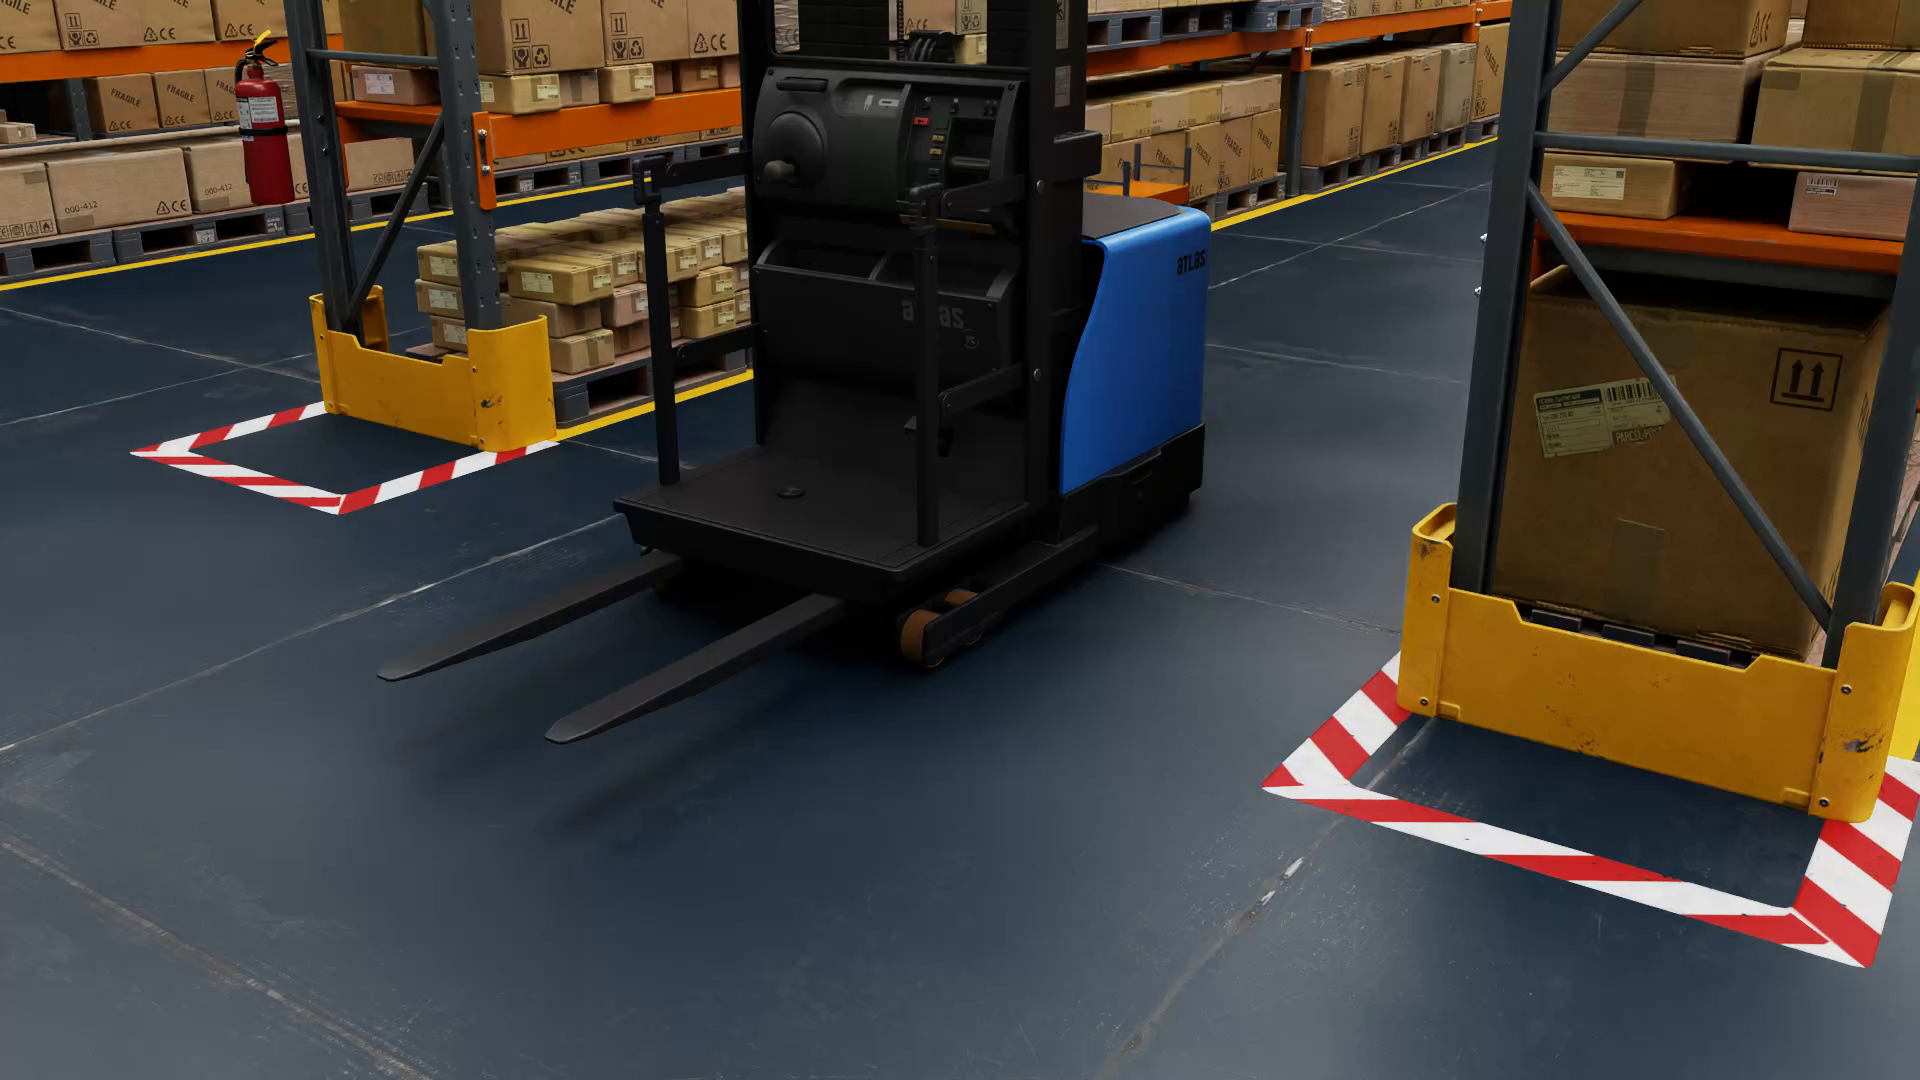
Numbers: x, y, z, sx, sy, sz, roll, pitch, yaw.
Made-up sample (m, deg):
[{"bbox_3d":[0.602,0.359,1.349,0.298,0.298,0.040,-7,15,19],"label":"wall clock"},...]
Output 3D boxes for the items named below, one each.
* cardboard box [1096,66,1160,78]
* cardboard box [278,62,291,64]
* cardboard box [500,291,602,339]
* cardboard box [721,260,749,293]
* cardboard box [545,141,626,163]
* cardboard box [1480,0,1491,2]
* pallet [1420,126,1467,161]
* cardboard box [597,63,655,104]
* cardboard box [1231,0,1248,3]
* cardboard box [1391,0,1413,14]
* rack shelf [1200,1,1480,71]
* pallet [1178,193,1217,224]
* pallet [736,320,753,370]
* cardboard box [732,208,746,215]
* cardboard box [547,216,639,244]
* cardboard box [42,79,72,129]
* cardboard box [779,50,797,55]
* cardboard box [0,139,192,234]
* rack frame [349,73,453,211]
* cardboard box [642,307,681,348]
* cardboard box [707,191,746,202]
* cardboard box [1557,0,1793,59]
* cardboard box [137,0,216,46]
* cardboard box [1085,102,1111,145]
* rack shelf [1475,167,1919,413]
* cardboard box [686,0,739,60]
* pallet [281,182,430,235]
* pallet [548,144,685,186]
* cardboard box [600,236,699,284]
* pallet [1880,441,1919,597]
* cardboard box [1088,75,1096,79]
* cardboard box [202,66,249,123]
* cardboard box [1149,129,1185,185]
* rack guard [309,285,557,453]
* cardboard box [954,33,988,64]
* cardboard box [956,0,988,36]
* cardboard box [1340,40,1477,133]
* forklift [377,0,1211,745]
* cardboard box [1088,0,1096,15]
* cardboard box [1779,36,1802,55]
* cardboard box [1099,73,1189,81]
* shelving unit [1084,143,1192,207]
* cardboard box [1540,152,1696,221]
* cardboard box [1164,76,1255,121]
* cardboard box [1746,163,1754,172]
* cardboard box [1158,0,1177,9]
[{"bbox_3d":[1.802,-5.115,17.781,0.500,0.500,0.500,13,24,32],"label":"cardboard box"},{"bbox_3d":[-6.880,-4.853,16.624,0.380,0.149,0.250,12,23,29],"label":"cardboard box"},{"bbox_3d":[-1.776,-0.991,7.196,0.380,0.149,0.250,14,25,34],"label":"cardboard box"},{"bbox_3d":[-1.206,-1.293,8.013,0.380,0.149,0.250,12,23,29],"label":"cardboard box"},{"bbox_3d":[-3.401,-3.630,13.712,0.875,0.875,0.875,14,25,33],"label":"cardboard box"},{"bbox_3d":[4.661,-5.513,16.129,0.875,0.550,0.550,13,24,32],"label":"cardboard box"},{"bbox_3d":[4.092,-3.791,15.708,1.003,0.211,1.213,13,24,32],"label":"pallet"},{"bbox_3d":[-1.525,-1.951,7.076,0.380,0.149,0.250,12,24,30],"label":"cardboard box"},{"bbox_3d":[1.739,-3.742,11.313,0.380,0.149,0.250,12,23,29],"label":"cardboard box"},{"bbox_3d":[3.540,-4.743,14.121,0.500,0.500,0.500,13,24,31],"label":"cardboard box"},{"bbox_3d":[3.339,-4.423,14.436,1.077,0.370,4.000,13,24,32],"label":"rack shelf"},{"bbox_3d":[1.088,-2.306,11.696,1.003,0.211,1.213,13,24,32],"label":"pallet"},{"bbox_3d":[-1.067,-1.180,8.651,1.003,0.211,1.213,13,24,32],"label":"pallet"},{"bbox_3d":[-0.921,-1.587,8.377,0.380,0.149,0.250,13,24,32],"label":"cardboard box"},{"bbox_3d":[-1.767,-1.454,8.017,0.380,0.149,0.250,12,24,30],"label":"cardboard box"},{"bbox_3d":[-8.260,-4.166,15.701,0.500,0.500,0.500,13,24,32],"label":"cardboard box"},{"bbox_3d":[-0.995,-2.260,7.914,0.380,0.149,0.250,14,25,34],"label":"cardboard box"},{"bbox_3d":[-5.637,-2.296,10.737,0.875,0.438,0.875,14,25,33],"label":"cardboard box"},{"bbox_3d":[-4.185,-3.976,12.189,1.000,3.000,0.127,13,24,32],"label":"rack frame"},{"bbox_3d":[-1.510,-1.003,7.657,0.380,0.149,0.250,14,24,32],"label":"cardboard box"},{"bbox_3d":[-1.127,-1.739,8.790,0.380,0.149,0.250,12,24,30],"label":"cardboard box"},{"bbox_3d":[1.819,-1.507,4.222,0.500,0.500,0.500,14,24,32],"label":"cardboard box"},{"bbox_3d":[-5.096,-3.396,10.479,0.500,0.500,0.500,14,25,34],"label":"cardboard box"},{"bbox_3d":[0.600,-2.576,10.322,0.500,0.250,0.500,12,23,29],"label":"cardboard box"},{"bbox_3d":[2.887,-1.132,5.537,1.077,0.370,4.000,13,24,32],"label":"rack shelf"},{"bbox_3d":[-1.236,-2.449,7.490,0.500,0.500,0.500,14,24,33],"label":"cardboard box"},{"bbox_3d":[-4.677,-2.465,12.124,1.003,0.211,1.213,13,24,32],"label":"pallet"},{"bbox_3d":[-3.128,-3.255,14.261,1.003,0.211,1.213,13,24,32],"label":"pallet"},{"bbox_3d":[-1.404,-1.264,7.506,0.380,0.149,0.250,13,24,32],"label":"cardboard box"},{"bbox_3d":[2.834,-0.181,5.949,1.003,0.211,1.213,13,24,32],"label":"pallet"},{"bbox_3d":[1.454,-5.603,19.947,0.500,0.250,0.500,13,24,31],"label":"cardboard box"},{"bbox_3d":[-7.258,-4.359,16.223,0.500,0.500,0.500,12,24,30],"label":"cardboard box"},{"bbox_3d":[1.180,-2.529,11.276,0.500,0.500,0.500,14,24,33],"label":"cardboard box"},{"bbox_3d":[-2.240,-0.741,7.047,1.175,0.500,0.348,13,24,32],"label":"rack guard"},{"bbox_3d":[-0.056,-2.699,9.099,0.380,0.149,0.250,13,24,30],"label":"cardboard box"},{"bbox_3d":[-0.072,-3.032,9.064,0.500,0.500,0.500,13,24,32],"label":"cardboard box"},{"bbox_3d":[4.189,-4.281,15.651,1.050,0.750,0.750,13,24,32],"label":"cardboard box"},{"bbox_3d":[-0.352,-1.195,4.770,1.130,2.935,3.031,13,24,32],"label":"forklift"},{"bbox_3d":[0.568,-3.142,9.691,0.380,0.149,0.250,12,23,29],"label":"cardboard box"},{"bbox_3d":[2.101,-1.301,4.745,0.500,0.250,0.500,13,24,31],"label":"cardboard box"},{"bbox_3d":[1.342,-3.267,12.190,0.500,0.250,0.500,13,24,31],"label":"cardboard box"},{"bbox_3d":[0.649,-0.895,6.455,0.258,1.200,0.503,13,24,32],"label":"shelving unit"},{"bbox_3d":[1.691,-0.944,4.355,0.380,0.149,0.250,14,24,33],"label":"cardboard box"},{"bbox_3d":[1.772,-3.169,11.925,0.500,0.250,0.500,14,24,33],"label":"cardboard box"},{"bbox_3d":[2.264,-1.237,5.148,0.380,0.149,0.250,13,24,31],"label":"cardboard box"},{"bbox_3d":[1.147,-3.438,10.493,0.380,0.149,0.250,12,23,29],"label":"cardboard box"}]
